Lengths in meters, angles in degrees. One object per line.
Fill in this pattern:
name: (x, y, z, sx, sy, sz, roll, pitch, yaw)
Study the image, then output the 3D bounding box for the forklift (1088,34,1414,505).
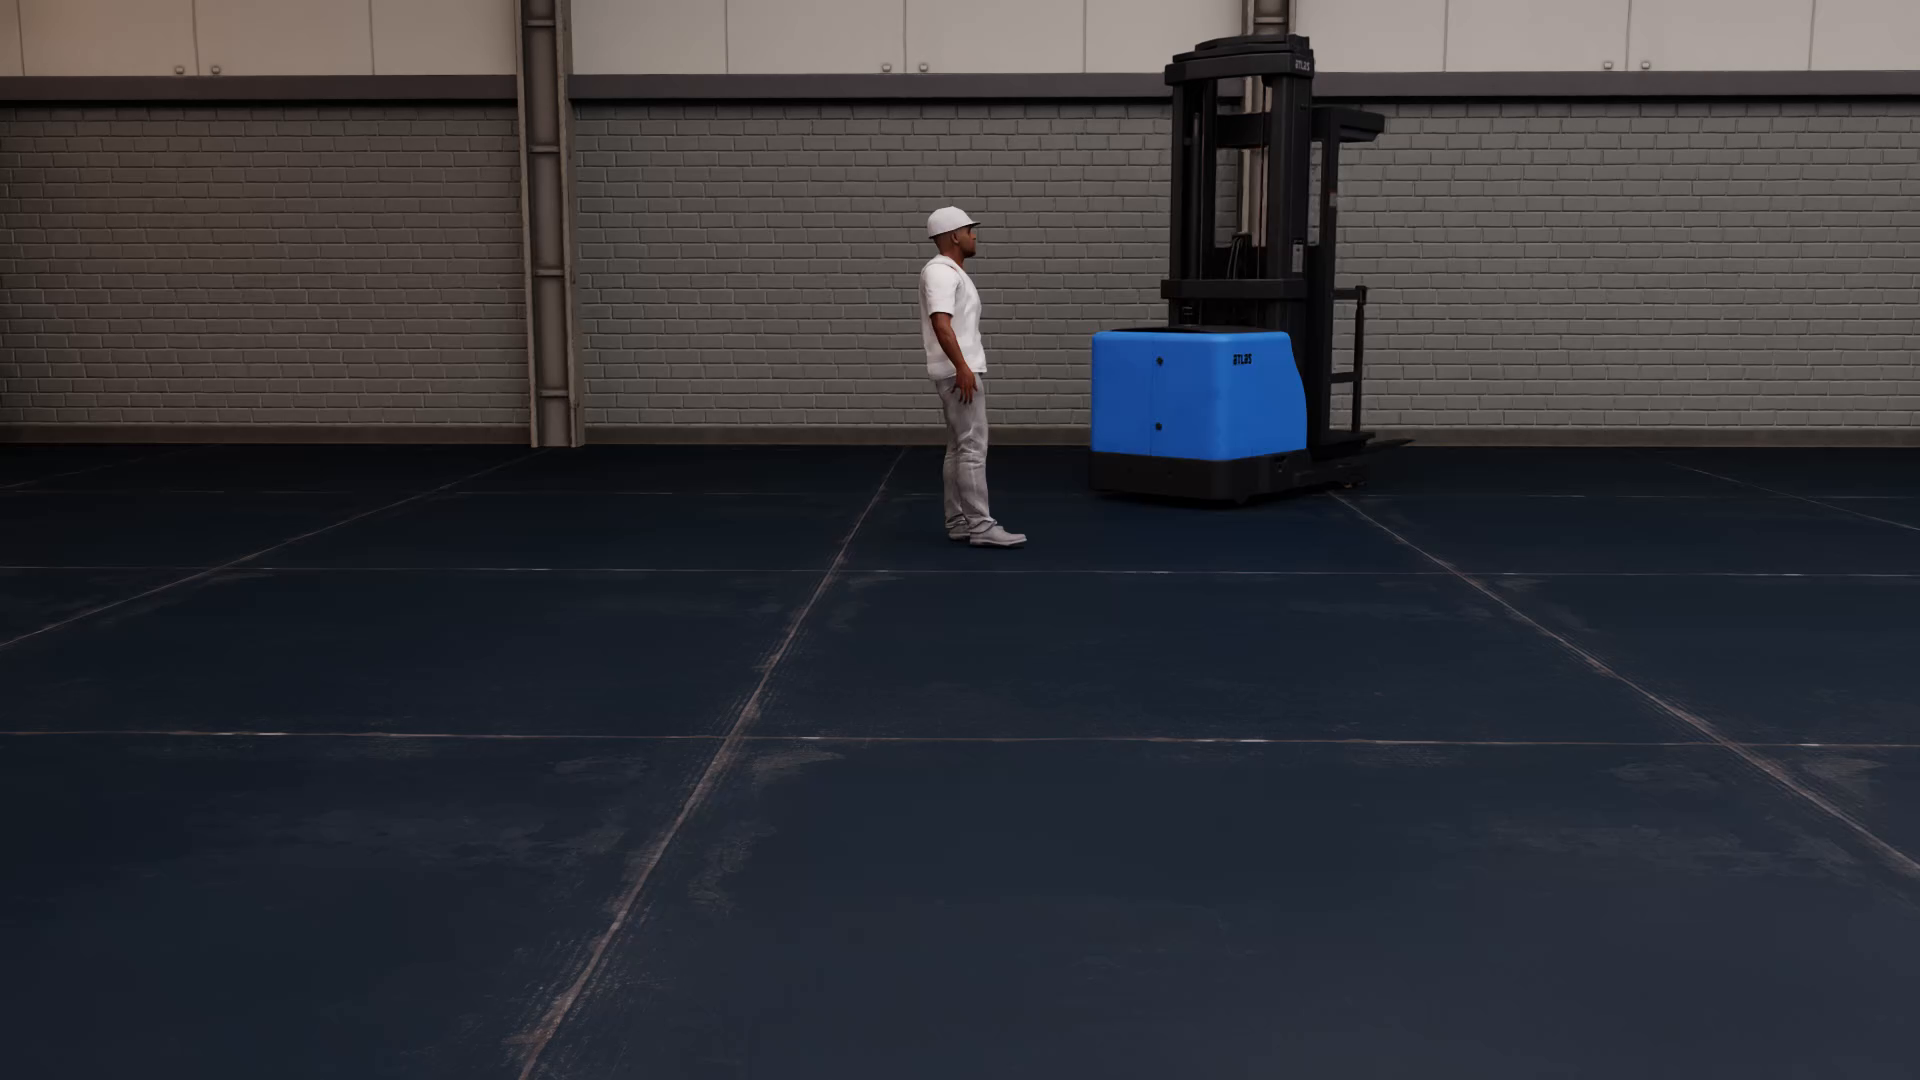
forklift: (2.162, -1.839, 11.335, 1.130, 2.935, 3.031, 7, 11, 40)

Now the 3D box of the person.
person: (0.070, -0.879, 8.861, 0.575, 1.768, 0.666, 0, 9, 1)
